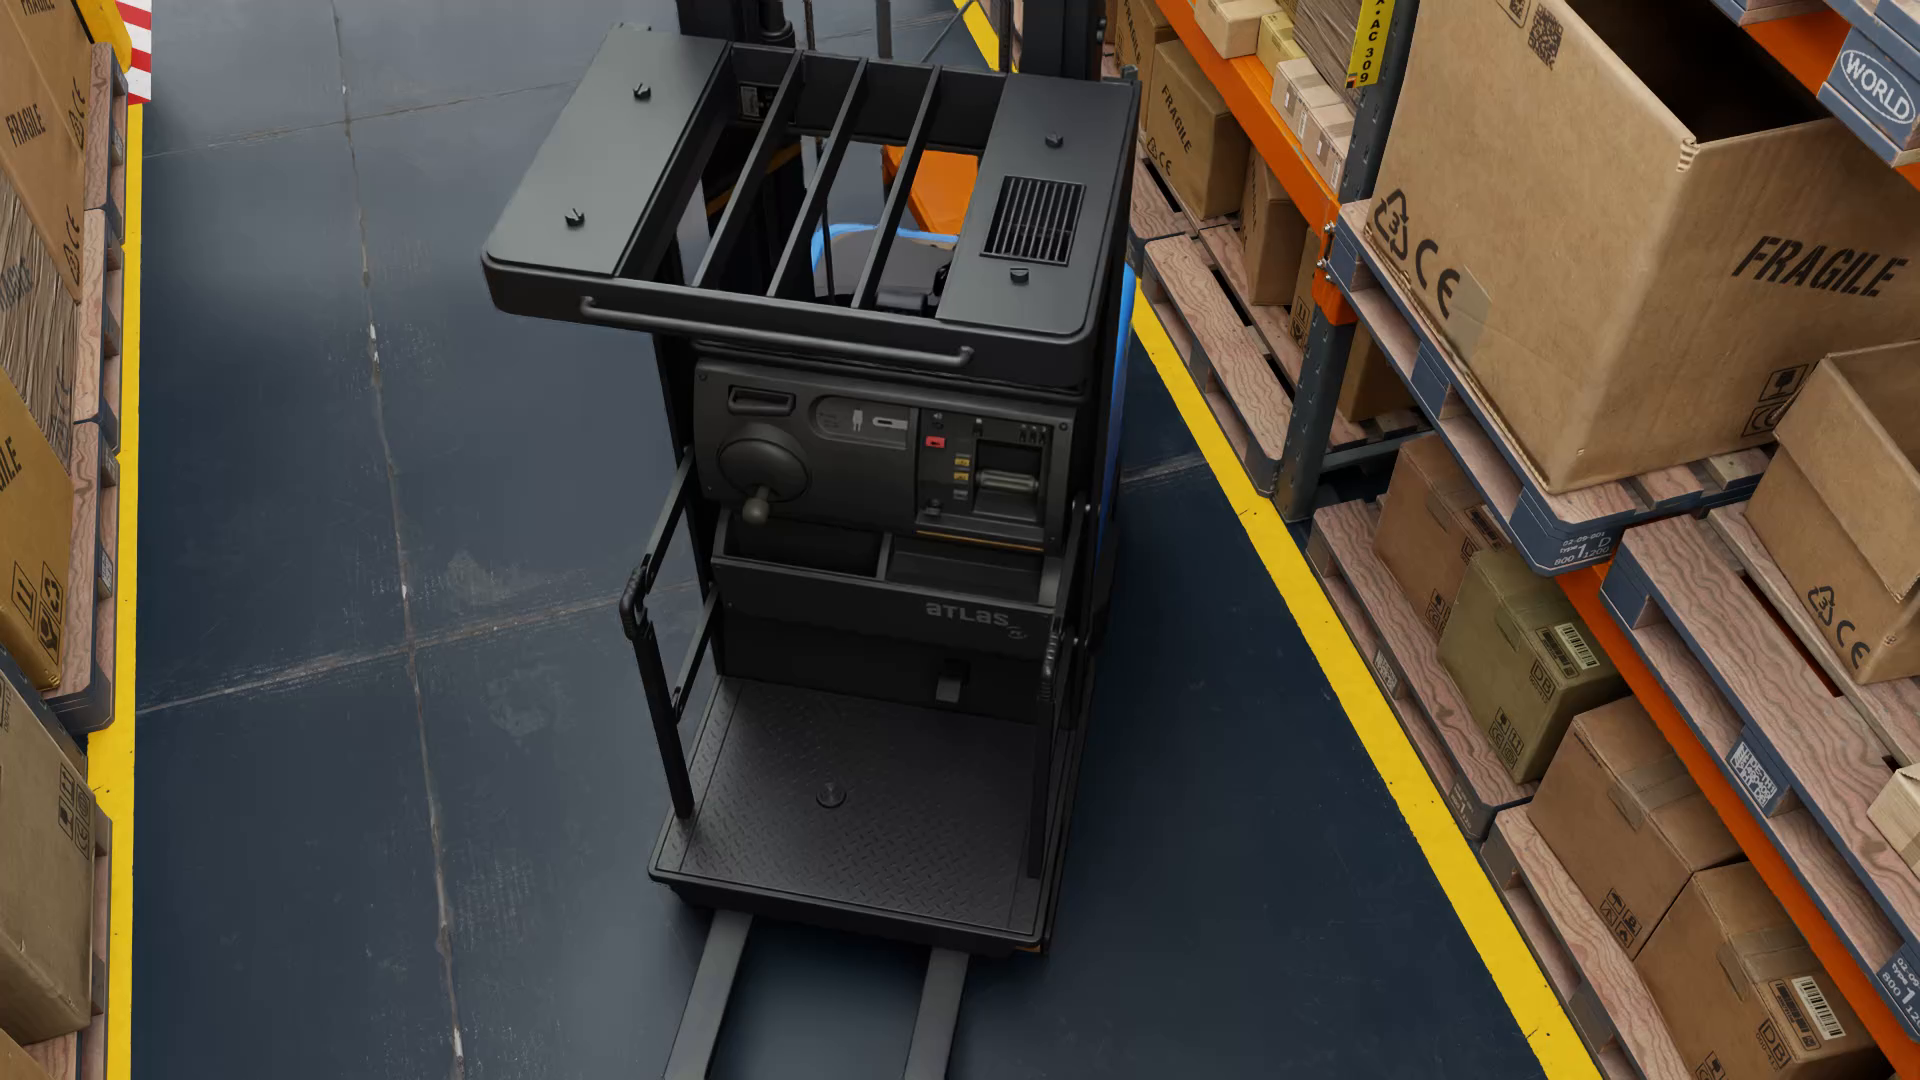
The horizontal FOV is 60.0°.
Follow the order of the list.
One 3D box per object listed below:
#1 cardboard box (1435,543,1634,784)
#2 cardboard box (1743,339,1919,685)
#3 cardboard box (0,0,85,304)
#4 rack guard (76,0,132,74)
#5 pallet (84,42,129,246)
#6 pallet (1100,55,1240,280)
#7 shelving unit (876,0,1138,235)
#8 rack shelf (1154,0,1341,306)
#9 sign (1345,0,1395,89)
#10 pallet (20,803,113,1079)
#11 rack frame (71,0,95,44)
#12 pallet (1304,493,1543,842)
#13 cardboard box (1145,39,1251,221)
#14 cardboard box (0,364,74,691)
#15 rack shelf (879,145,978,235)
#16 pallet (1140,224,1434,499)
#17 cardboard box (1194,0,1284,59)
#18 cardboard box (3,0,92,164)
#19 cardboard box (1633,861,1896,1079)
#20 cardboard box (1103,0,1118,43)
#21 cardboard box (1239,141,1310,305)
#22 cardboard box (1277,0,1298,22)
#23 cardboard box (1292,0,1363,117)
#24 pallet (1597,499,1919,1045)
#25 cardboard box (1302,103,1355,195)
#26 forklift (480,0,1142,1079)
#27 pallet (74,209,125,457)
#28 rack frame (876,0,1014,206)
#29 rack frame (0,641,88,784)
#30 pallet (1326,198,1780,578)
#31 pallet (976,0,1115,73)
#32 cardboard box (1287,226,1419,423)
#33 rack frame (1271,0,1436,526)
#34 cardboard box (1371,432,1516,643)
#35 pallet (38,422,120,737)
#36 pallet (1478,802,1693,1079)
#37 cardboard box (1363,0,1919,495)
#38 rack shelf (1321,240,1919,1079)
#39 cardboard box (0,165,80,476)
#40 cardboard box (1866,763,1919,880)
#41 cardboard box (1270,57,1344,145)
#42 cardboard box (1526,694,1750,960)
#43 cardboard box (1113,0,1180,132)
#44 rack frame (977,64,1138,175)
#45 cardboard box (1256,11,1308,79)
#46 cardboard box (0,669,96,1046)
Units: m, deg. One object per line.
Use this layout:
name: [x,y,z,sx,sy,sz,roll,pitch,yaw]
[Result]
cardboard box: [1.880,0.295,4.887,0.700,0.500,0.500,-14,51,-11]
cardboard box: [2.196,-0.098,3.529,0.797,0.503,0.637,-9,50,-7]
cardboard box: [-3.830,-1.377,6.064,0.875,0.875,0.875,-14,51,-12]
rack guard: [-4.363,-2.261,7.329,1.175,0.500,0.348,-13,51,-11]
pallet: [-4.044,-1.584,6.947,1.003,0.211,1.213,-13,51,-11]
pallet: [0.999,-1.651,7.004,1.003,0.211,1.213,-13,51,-11]
shelving unit: [0.125,-1.229,5.805,0.587,1.500,1.083,-15,52,-13]
rack shelf: [1.004,-2.404,6.285,1.077,0.370,4.000,-13,51,-11]
sign: [1.079,-1.326,4.340,0.100,0.325,0.005,-13,51,-11]
pallet: [-2.872,1.318,4.501,1.003,0.211,1.213,-13,51,-11]
rack frame: [-4.355,-3.049,6.358,1.000,3.000,0.127,-13,51,-11]
pallet: [1.827,0.292,5.366,1.003,0.211,1.213,-13,51,-11]
cardboard box: [1.080,-1.658,6.546,0.500,0.500,0.500,-17,52,-14]
cardboard box: [-3.292,-0.053,4.948,0.875,0.875,0.875,-13,51,-10]
rack shelf: [0.122,-1.119,5.948,0.538,0.185,1.000,-15,52,-13]
pallet: [1.363,-0.759,6.252,1.003,0.211,1.213,-13,51,-11]
cardboard box: [0.989,-1.723,5.405,0.380,0.149,0.250,-13,51,-11]
cardboard box: [-4.092,-2.019,6.605,0.875,0.875,0.875,-13,51,-11]
cardboard box: [2.211,1.111,4.199,0.700,0.500,0.500,-9,51,-8]
cardboard box: [0.791,-2.537,7.288,0.500,0.500,0.500,-2,50,-1]
cardboard box: [1.339,-1.223,6.179,0.500,0.500,0.500,1,50,1]
cardboard box: [1.407,-2.019,5.230,0.875,0.500,0.500,-13,51,-11]
cardboard box: [1.521,-1.646,4.916,0.875,0.500,0.500,-13,51,-11]
pallet: [2.154,0.372,3.600,1.003,0.211,1.213,-13,51,-11]
cardboard box: [1.251,-1.185,4.951,0.380,0.149,0.250,-13,51,-11]
forklift: [-0.232,-0.086,3.905,1.130,2.935,3.031,8,50,7]
pallet: [-3.687,-0.694,6.197,1.003,0.211,1.213,-13,51,-11]
rack frame: [-0.049,-1.601,6.119,0.500,1.500,0.032,-15,52,-13]
rack frame: [-3.173,-0.127,3.895,1.000,3.000,0.127,-13,51,-11]
pallet: [1.683,-0.522,4.354,1.003,0.211,1.213,-13,51,-11]
pallet: [0.641,-2.541,7.754,1.003,0.211,1.213,-13,51,-11]
cardboard box: [1.515,-0.806,5.828,0.500,0.500,0.500,-15,51,-12]
rack frame: [1.595,-1.175,4.779,1.000,3.000,0.127,-13,51,-11]
cardboard box: [1.756,-0.058,5.184,0.700,0.500,0.500,-17,52,-14]
pallet: [-3.323,0.198,5.445,1.003,0.211,1.213,-13,51,-11]
pallet: [2.192,1.185,4.613,1.003,0.211,1.213,-13,51,-11]
cardboard box: [1.697,-0.892,3.873,1.000,1.000,1.000,-13,51,-11]
rack shelf: [2.187,0.518,3.822,1.077,0.370,4.000,-13,51,-11]
cardboard box: [-3.562,-0.711,5.502,0.875,0.875,0.875,-13,51,-11]
cardboard box: [2.027,0.498,3.182,0.396,0.266,0.258,-15,51,-12]
cardboard box: [1.186,-1.369,5.107,0.380,0.149,0.250,-13,51,-11]
cardboard box: [2.045,0.703,4.542,0.700,0.500,0.500,-17,52,-14]
cardboard box: [0.958,-2.076,6.898,0.500,0.500,0.500,-9,50,-8]
rack frame: [0.294,-0.869,5.502,0.500,1.500,0.032,-15,52,-13]
cardboard box: [1.170,-1.566,5.272,0.380,0.149,0.250,-13,51,-11]
cardboard box: [-2.903,0.895,4.230,1.050,0.750,0.750,-14,51,-11]
